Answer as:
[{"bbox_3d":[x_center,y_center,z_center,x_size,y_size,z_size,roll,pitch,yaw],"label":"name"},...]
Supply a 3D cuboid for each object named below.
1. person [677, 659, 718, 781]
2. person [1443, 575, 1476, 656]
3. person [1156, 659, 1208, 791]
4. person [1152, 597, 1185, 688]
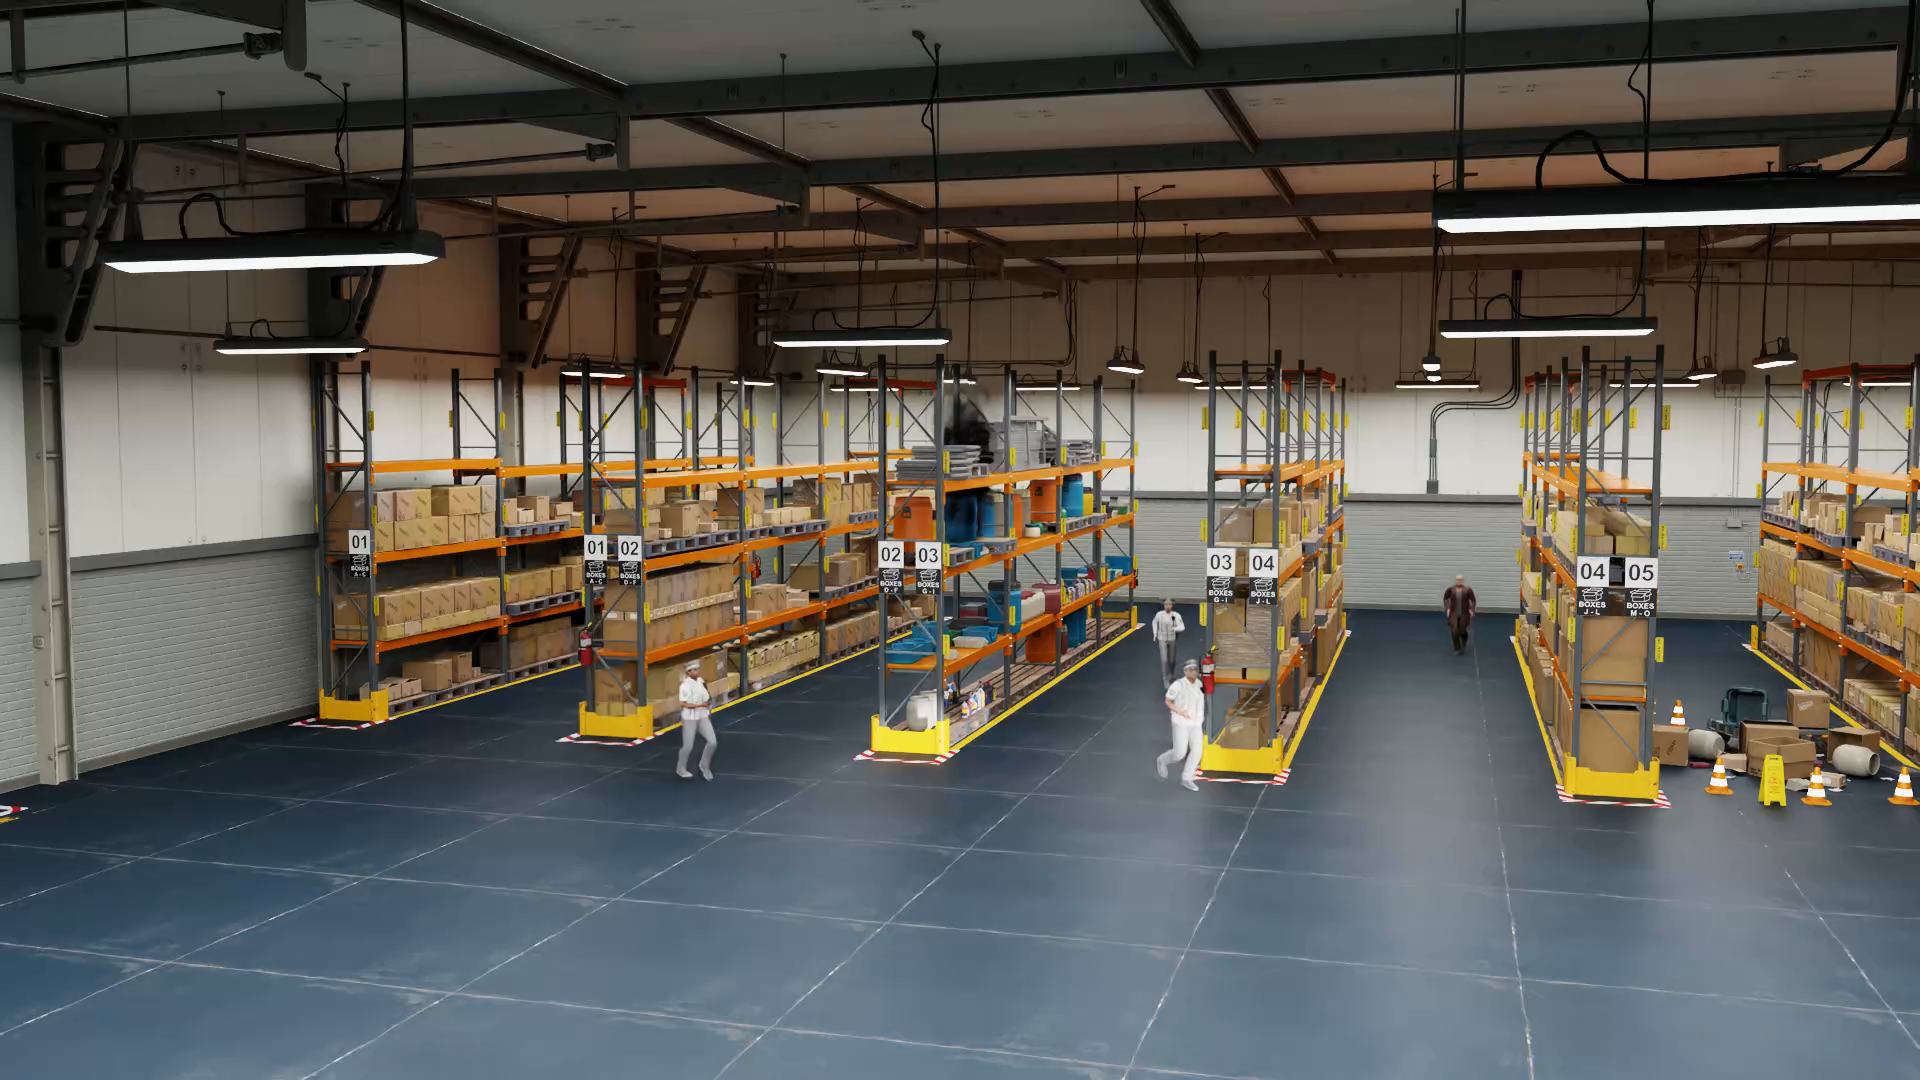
[{"bbox_3d":[-3.652,2.512,23.130,0.709,1.727,0.574,4,6,44],"label":"person"},{"bbox_3d":[10.725,1.596,35.738,0.694,1.731,0.693,2,4,22],"label":"person"},{"bbox_3d":[3.105,2.505,22.866,0.678,1.767,0.763,-2,5,-28],"label":"person"},{"bbox_3d":[3.924,1.898,31.331,0.612,1.677,0.919,1,4,8],"label":"person"}]
